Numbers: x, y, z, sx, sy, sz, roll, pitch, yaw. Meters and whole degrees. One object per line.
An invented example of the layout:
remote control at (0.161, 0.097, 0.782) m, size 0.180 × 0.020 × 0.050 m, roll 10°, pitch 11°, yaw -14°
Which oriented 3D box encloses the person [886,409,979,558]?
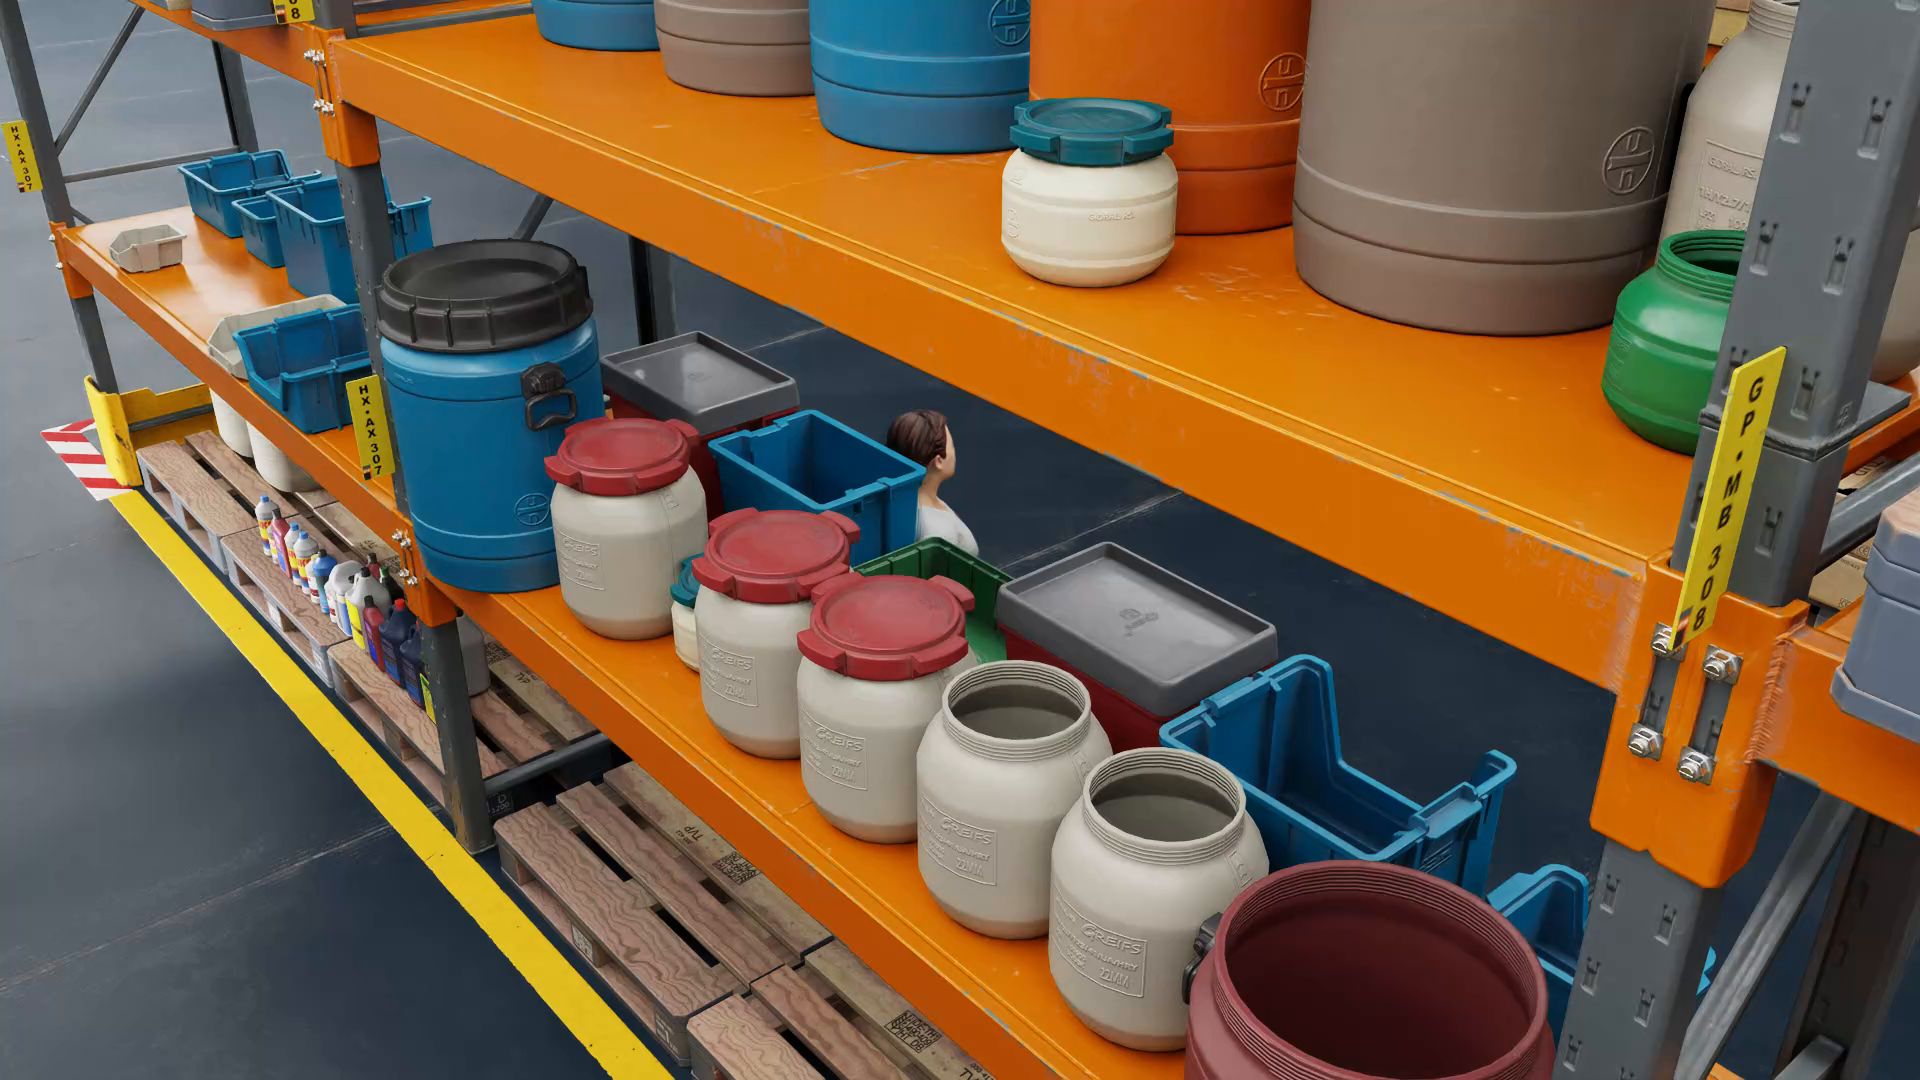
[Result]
person at (-0.096, 0.357, 5.428) m, size 0.372 × 1.658 × 0.574 m, roll -10°, pitch 30°, yaw -18°
